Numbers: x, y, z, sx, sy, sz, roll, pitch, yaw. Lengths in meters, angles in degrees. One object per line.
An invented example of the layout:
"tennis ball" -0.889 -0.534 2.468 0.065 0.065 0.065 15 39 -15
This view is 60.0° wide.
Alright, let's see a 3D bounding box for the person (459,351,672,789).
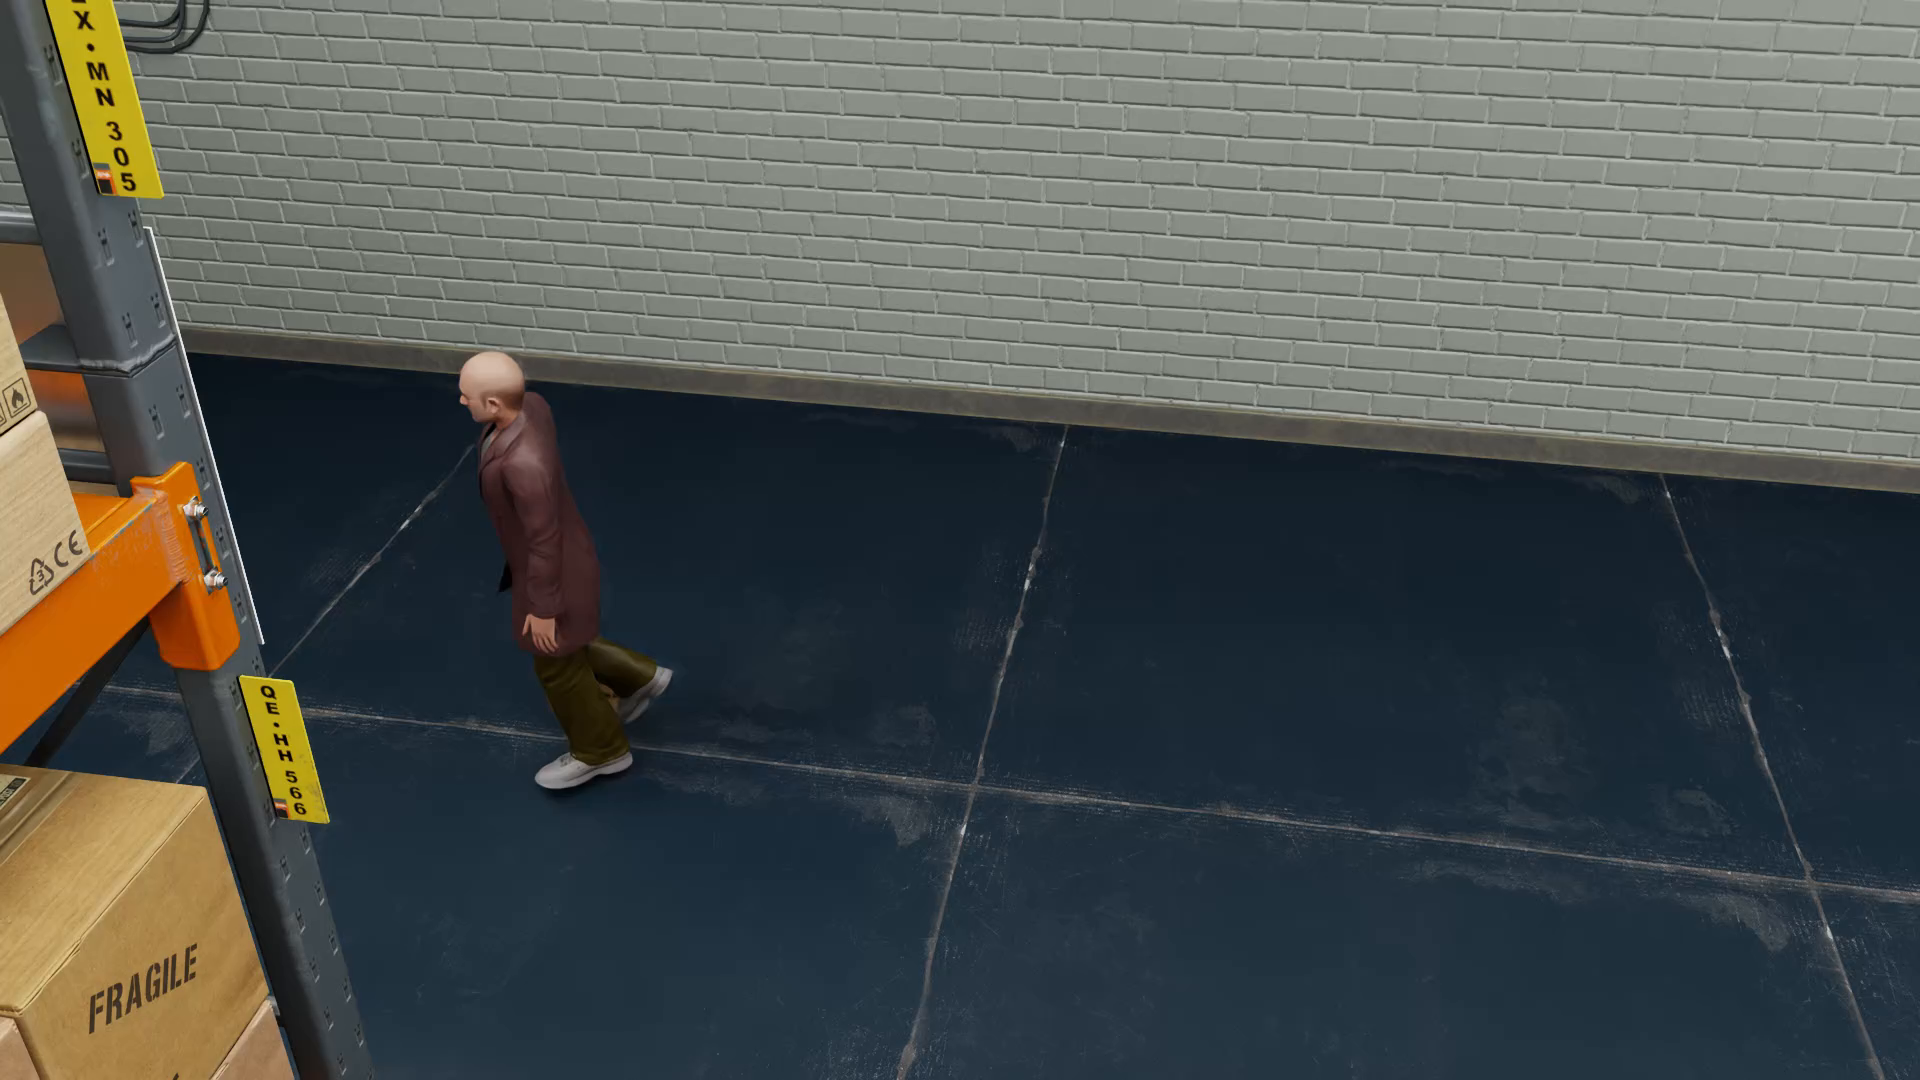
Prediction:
"person" -1.402 0.095 5.952 0.559 1.762 0.633 -9 33 -14
